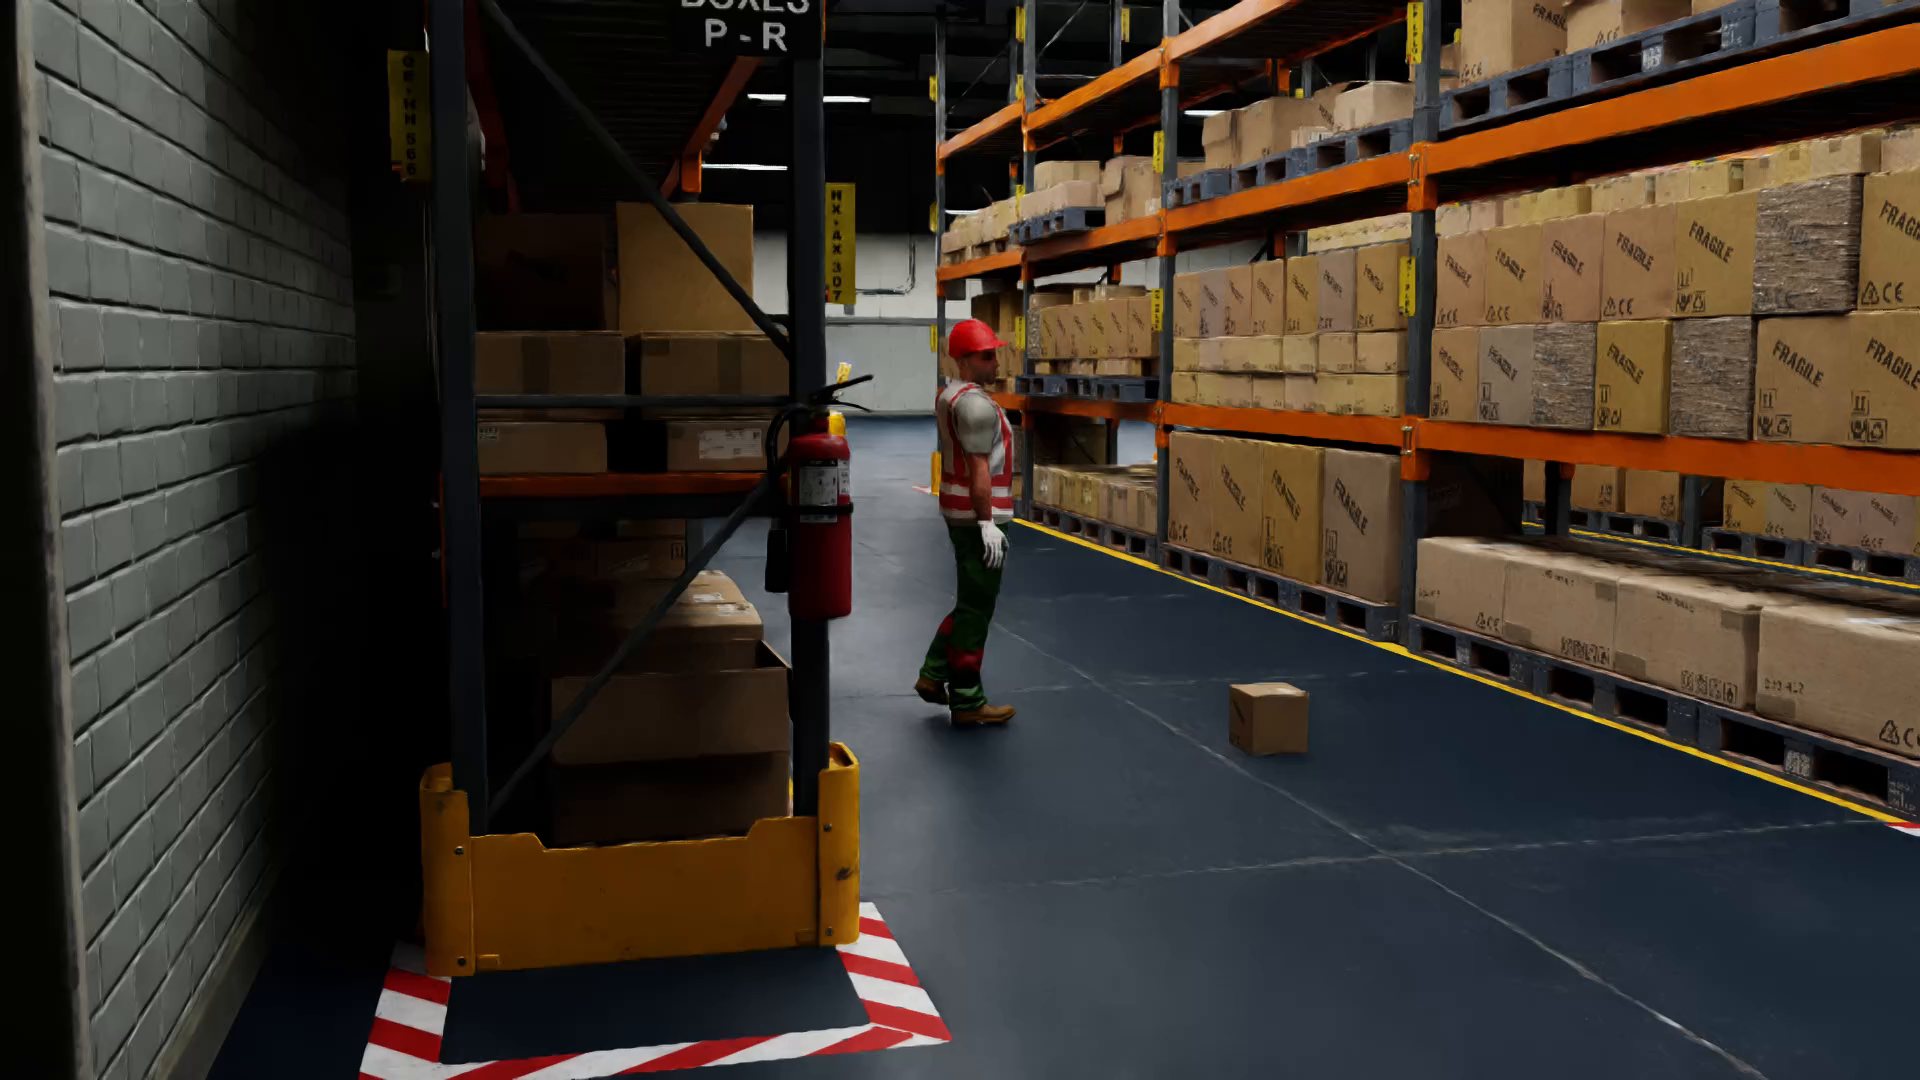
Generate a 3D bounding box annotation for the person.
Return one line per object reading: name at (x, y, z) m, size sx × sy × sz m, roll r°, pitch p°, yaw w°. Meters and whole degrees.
person at (0.026, -0.078, 7.378) m, size 0.442 × 1.786 × 0.578 m, roll -1°, pitch 6°, yaw -13°
